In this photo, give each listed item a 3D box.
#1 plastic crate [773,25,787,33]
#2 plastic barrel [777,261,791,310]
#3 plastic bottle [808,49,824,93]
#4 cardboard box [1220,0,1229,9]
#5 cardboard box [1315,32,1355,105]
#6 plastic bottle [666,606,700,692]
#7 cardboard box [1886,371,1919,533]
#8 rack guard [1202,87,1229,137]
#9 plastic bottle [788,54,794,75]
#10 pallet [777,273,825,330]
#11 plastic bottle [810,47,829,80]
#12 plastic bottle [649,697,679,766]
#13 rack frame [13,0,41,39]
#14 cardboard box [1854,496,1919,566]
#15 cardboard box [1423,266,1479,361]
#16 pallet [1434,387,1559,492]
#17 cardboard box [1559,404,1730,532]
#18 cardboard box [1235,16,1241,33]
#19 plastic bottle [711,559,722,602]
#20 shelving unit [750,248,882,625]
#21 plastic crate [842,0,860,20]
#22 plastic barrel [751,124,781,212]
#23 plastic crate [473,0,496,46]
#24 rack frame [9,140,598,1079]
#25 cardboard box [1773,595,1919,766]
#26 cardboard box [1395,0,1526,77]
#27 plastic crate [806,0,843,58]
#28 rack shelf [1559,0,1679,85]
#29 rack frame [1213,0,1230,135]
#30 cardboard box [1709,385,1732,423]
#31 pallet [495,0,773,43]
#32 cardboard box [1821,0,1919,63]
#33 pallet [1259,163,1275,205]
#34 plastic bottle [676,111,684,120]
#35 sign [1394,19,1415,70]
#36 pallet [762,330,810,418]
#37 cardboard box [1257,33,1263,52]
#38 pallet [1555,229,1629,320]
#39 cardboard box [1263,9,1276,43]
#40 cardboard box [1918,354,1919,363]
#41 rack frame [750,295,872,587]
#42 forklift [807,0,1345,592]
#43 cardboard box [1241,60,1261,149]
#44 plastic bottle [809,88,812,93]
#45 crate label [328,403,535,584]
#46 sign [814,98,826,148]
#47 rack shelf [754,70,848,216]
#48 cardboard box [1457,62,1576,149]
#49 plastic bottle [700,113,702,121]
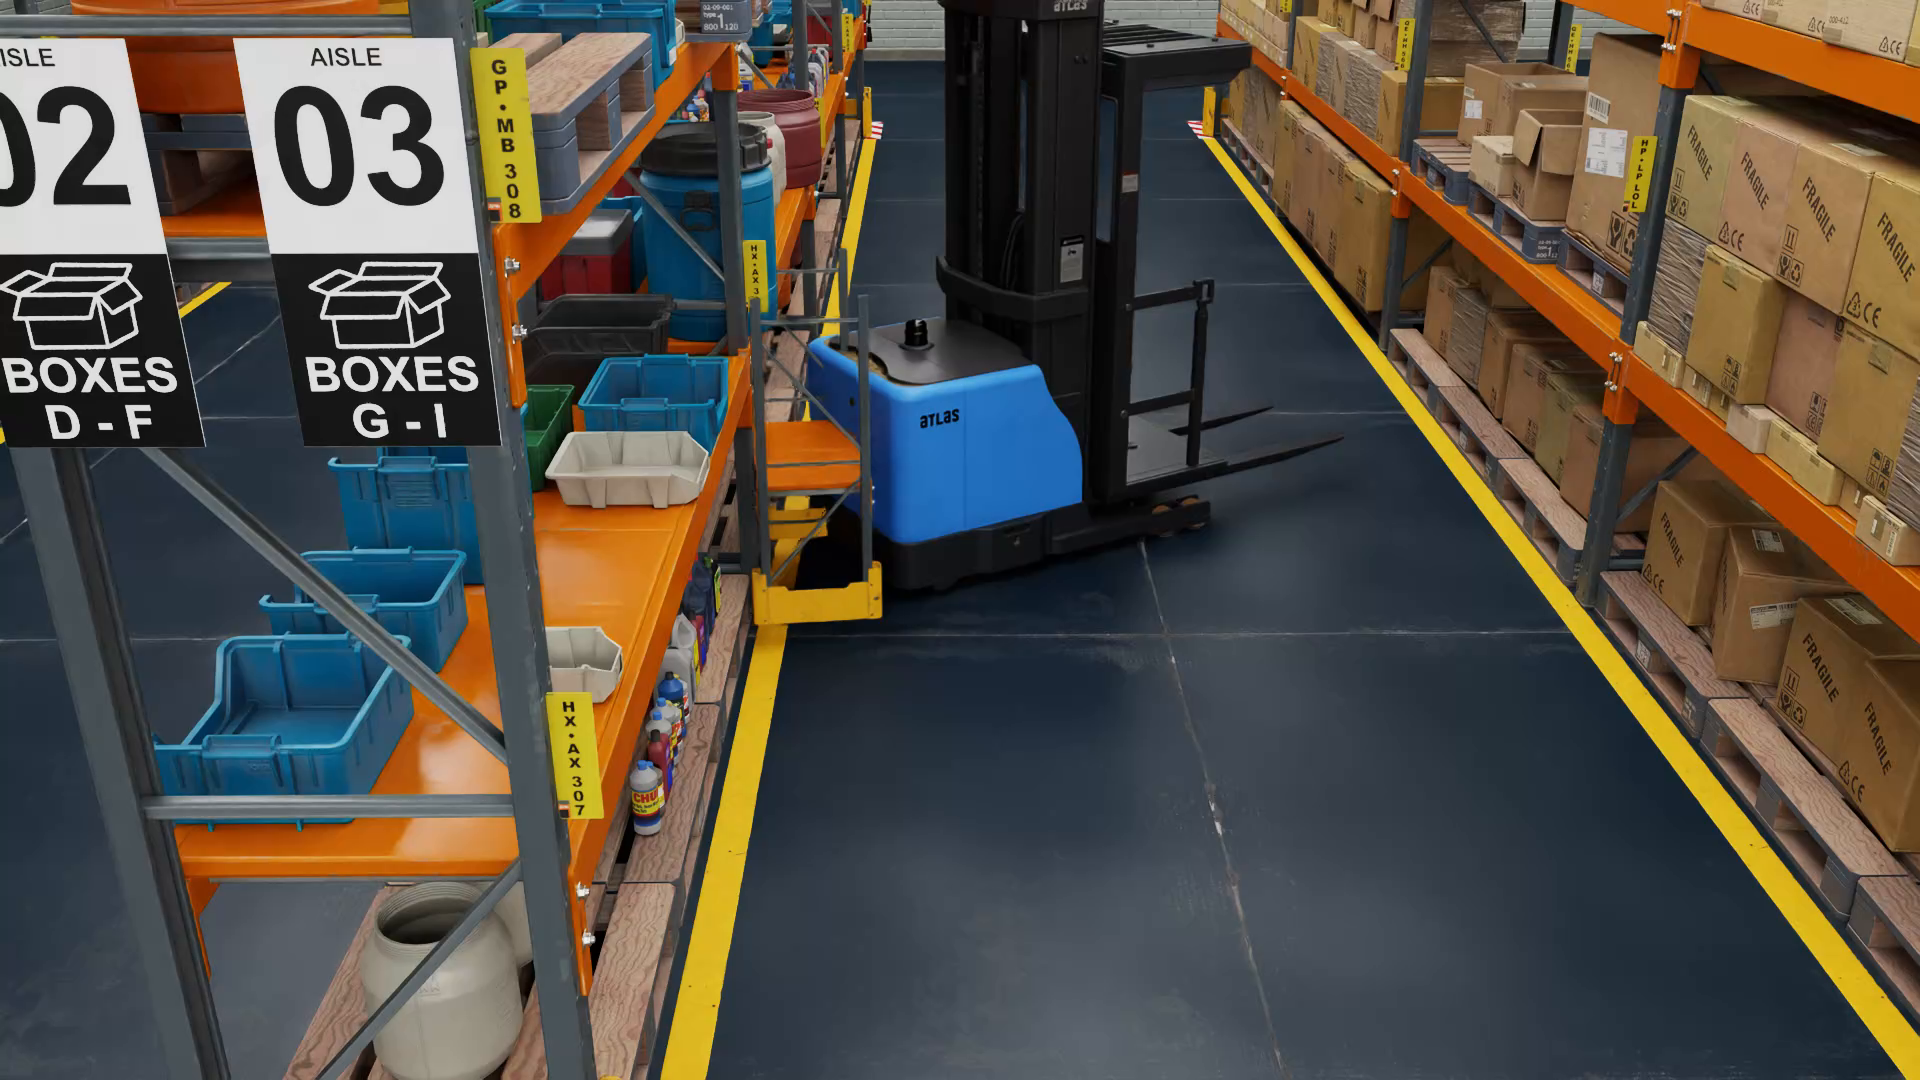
[{"bbox_3d":[-1.858,-4.959,16.321,0.293,0.136,0.466,0,24,-1],"label":"plastic crate"},{"bbox_3d":[-1.517,-2.091,11.857,0.600,0.830,0.708,0,24,-1],"label":"plastic barrel"},{"bbox_3d":[-1.199,-3.859,13.703,0.144,0.351,0.185,0,24,-1],"label":"plastic bottle"},{"bbox_3d":[3.106,-5.874,17.918,0.500,0.250,0.500,-1,24,-2],"label":"cardboard box"},{"bbox_3d":[3.181,-3.799,13.388,0.500,0.500,0.500,-1,24,-2],"label":"cardboard box"},{"bbox_3d":[-1.150,0.444,6.809,0.144,0.351,0.185,0,24,-1],"label":"plastic bottle"},{"bbox_3d":[3.479,-0.232,5.141,0.875,0.500,0.500,0,24,-1],"label":"cardboard box"},{"bbox_3d":[3.370,-4.877,18.926,1.175,0.500,0.348,0,24,-1],"label":"rack guard"},{"bbox_3d":[-1.343,-3.859,13.701,0.144,0.351,0.185,0,24,-1],"label":"plastic bottle"},{"bbox_3d":[-1.545,-1.741,12.343,1.003,0.211,1.213,0,24,-1],"label":"pallet"},{"bbox_3d":[-1.211,-4.118,14.365,0.152,0.276,0.135,0,24,-1],"label":"plastic bottle"},{"bbox_3d":[-1.121,0.721,6.292,0.097,0.271,0.097,0,24,0],"label":"plastic bottle"},{"bbox_3d":[-6.448,-2.666,11.005,1.000,3.000,0.127,0,24,-1],"label":"rack frame"},{"bbox_3d":[3.214,-0.032,5.486,0.380,0.149,0.250,0,24,-1],"label":"cardboard box"},{"bbox_3d":[3.485,-1.495,10.914,0.700,0.500,0.500,-2,24,-3],"label":"cardboard box"},{"bbox_3d":[3.475,-0.615,9.854,1.003,0.211,1.213,0,24,-1],"label":"pallet"},{"bbox_3d":[3.516,-0.376,8.440,0.700,0.500,0.500,-2,24,-5],"label":"cardboard box"},{"bbox_3d":[3.058,-5.320,17.178,0.380,0.149,0.250,-1,24,-2],"label":"cardboard box"},{"bbox_3d":[-1.136,0.184,7.565,0.097,0.201,0.097,0,24,0],"label":"plastic bottle"},{"bbox_3d":[-0.722,-0.518,7.822,0.587,1.500,1.083,-3,21,-8],"label":"shelving unit"},{"bbox_3d":[-1.392,-5.890,18.017,0.616,0.435,0.499,0,24,-1],"label":"plastic crate"},{"bbox_3d":[-1.265,-2.141,9.709,0.421,0.512,0.421,0,24,0],"label":"plastic barrel"},{"bbox_3d":[-1.706,-1.657,5.392,0.336,0.188,0.450,0,24,-1],"label":"plastic crate"},{"bbox_3d":[-1.408,0.610,3.762,1.000,3.000,0.127,0,24,-1],"label":"rack frame"},{"bbox_3d":[3.565,0.543,6.433,0.500,0.500,0.500,-2,24,-5],"label":"cardboard box"},{"bbox_3d":[3.466,-3.513,11.539,0.797,0.503,0.637,1,24,1],"label":"cardboard box"},{"bbox_3d":[-1.297,-4.761,15.486,0.402,0.464,0.583,0,24,-1],"label":"plastic crate"},{"bbox_3d":[3.480,-2.924,8.808,1.077,0.370,4.000,0,24,-1],"label":"rack shelf"},{"bbox_3d":[3.371,-6.006,18.389,1.000,3.000,0.127,0,24,-1],"label":"rack frame"},{"bbox_3d":[3.235,-0.548,6.626,0.380,0.149,0.250,0,24,-1],"label":"cardboard box"},{"bbox_3d":[-1.346,-2.022,6.171,1.213,0.211,1.003,0,24,-1],"label":"pallet"},{"bbox_3d":[3.256,-1.750,5.521,0.500,0.250,0.500,-1,24,-3],"label":"cardboard box"},{"bbox_3d":[3.484,-3.401,16.013,1.003,0.211,1.213,0,24,-1],"label":"pallet"},{"bbox_3d":[-1.926,-2.799,11.439,0.061,0.283,0.133,0,24,-1],"label":"plastic bottle"},{"bbox_3d":[2.903,-3.233,10.853,0.100,0.325,0.005,0,24,-1],"label":"sign"},{"bbox_3d":[-1.525,-1.097,10.919,1.003,0.211,1.213,0,24,-1],"label":"pallet"},{"bbox_3d":[3.072,-4.791,16.008,0.380,0.149,0.250,0,24,0],"label":"cardboard box"},{"bbox_3d":[3.639,-1.289,8.193,1.003,0.211,1.213,0,24,-1],"label":"pallet"},{"bbox_3d":[3.139,-4.819,15.585,0.500,0.250,0.500,0,24,1],"label":"cardboard box"},{"bbox_3d":[3.278,-0.687,4.933,0.500,0.500,0.500,0,24,-1],"label":"cardboard box"},{"bbox_3d":[-0.645,-0.333,7.345,0.500,1.500,0.032,-3,21,-8],"label":"rack frame"},{"bbox_3d":[0.740,-1.520,8.554,3.031,2.935,1.130,-14,28,-28],"label":"forklift"},{"bbox_3d":[3.468,-4.591,17.329,0.875,0.875,0.875,0,24,-1],"label":"cardboard box"},{"bbox_3d":[-1.143,-3.290,12.526,0.061,0.283,0.133,0,24,-1],"label":"plastic bottle"},{"bbox_3d":[-1.698,-0.164,5.429,0.502,0.435,0.616,0,24,-1],"label":"crate label"},{"bbox_3d":[-0.945,-2.767,11.029,0.100,0.325,0.005,0,24,-1],"label":"sign"},{"bbox_3d":[-1.517,-3.183,13.021,1.077,0.370,4.000,0,24,-1],"label":"rack shelf"},{"bbox_3d":[3.504,-2.724,10.501,0.500,0.500,0.500,-3,25,-7],"label":"cardboard box"},{"bbox_3d":[-1.915,-3.024,12.038,0.097,0.201,0.097,0,24,0],"label":"plastic bottle"}]
